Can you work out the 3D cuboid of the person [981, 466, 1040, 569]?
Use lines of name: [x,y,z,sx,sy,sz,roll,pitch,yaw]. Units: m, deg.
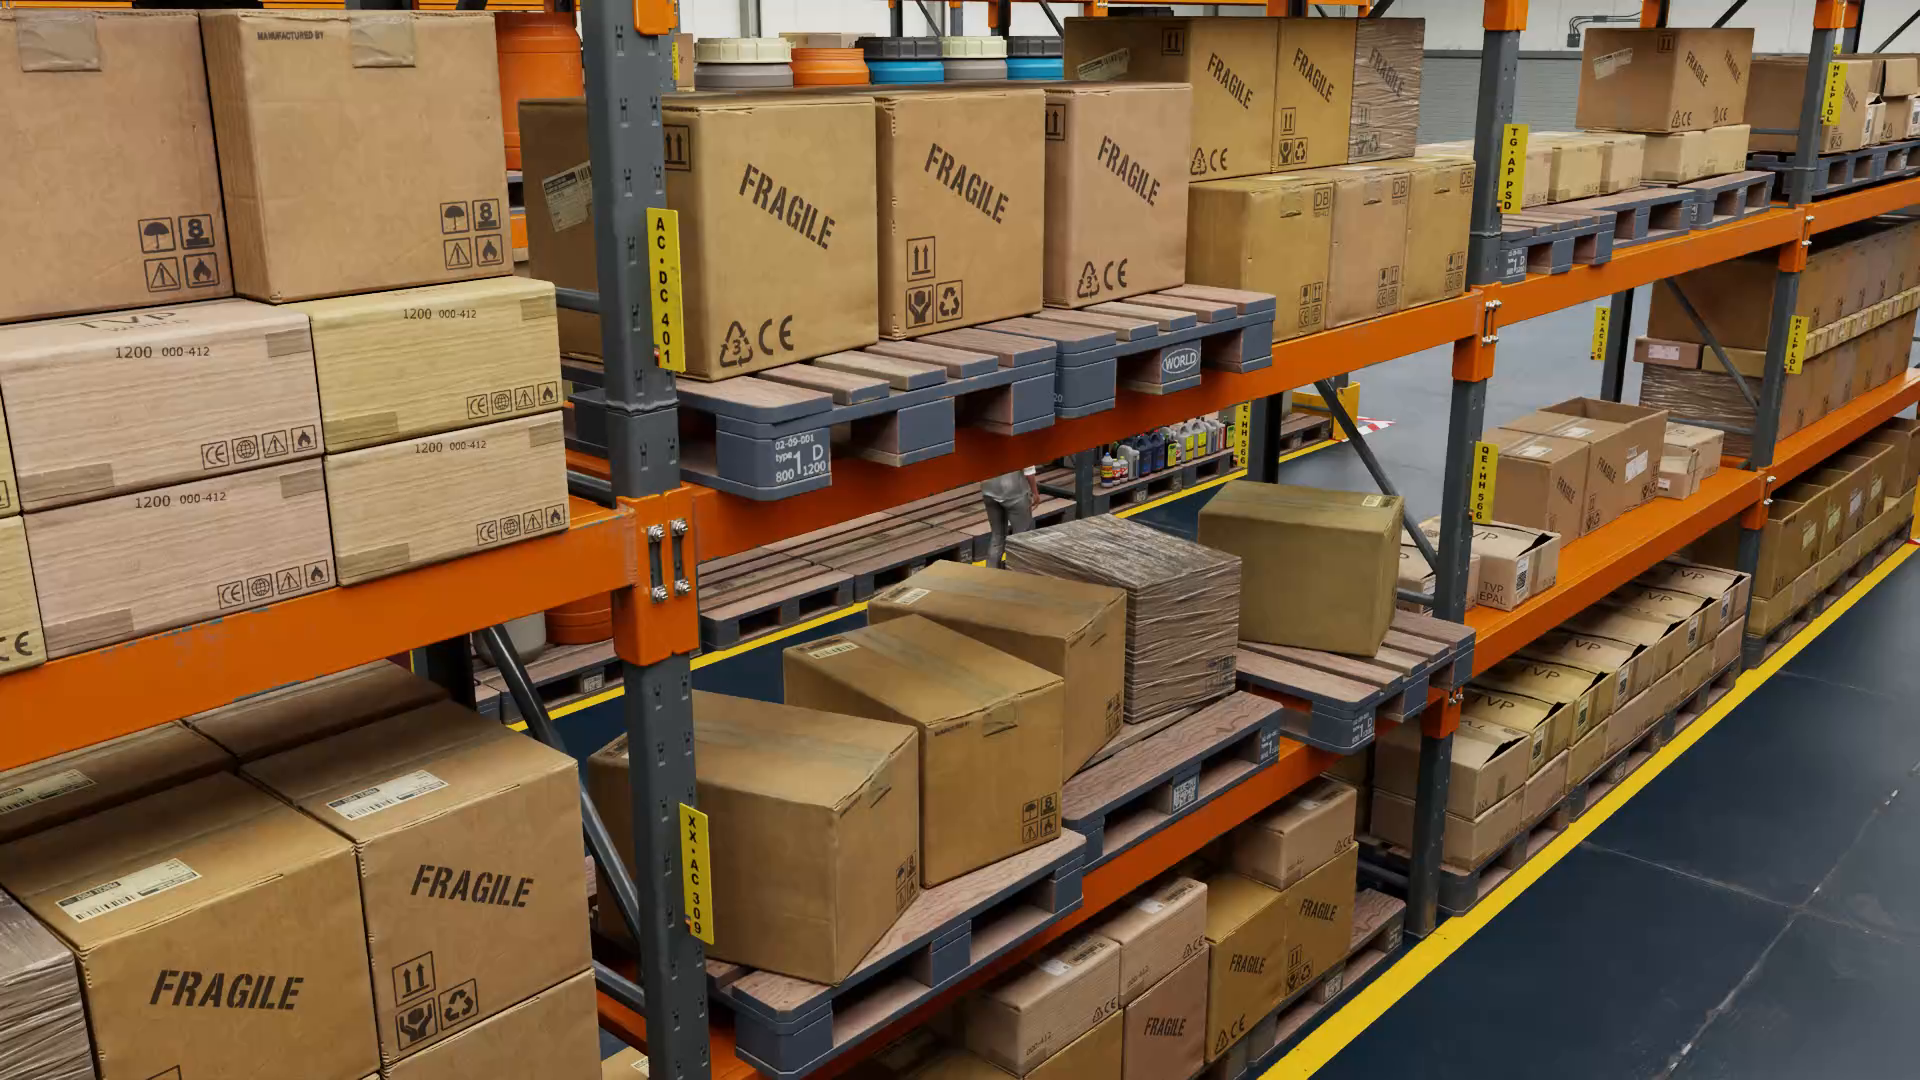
person: [0.323,-0.301,11.110,0.461,1.548,0.343,15,23,40]
